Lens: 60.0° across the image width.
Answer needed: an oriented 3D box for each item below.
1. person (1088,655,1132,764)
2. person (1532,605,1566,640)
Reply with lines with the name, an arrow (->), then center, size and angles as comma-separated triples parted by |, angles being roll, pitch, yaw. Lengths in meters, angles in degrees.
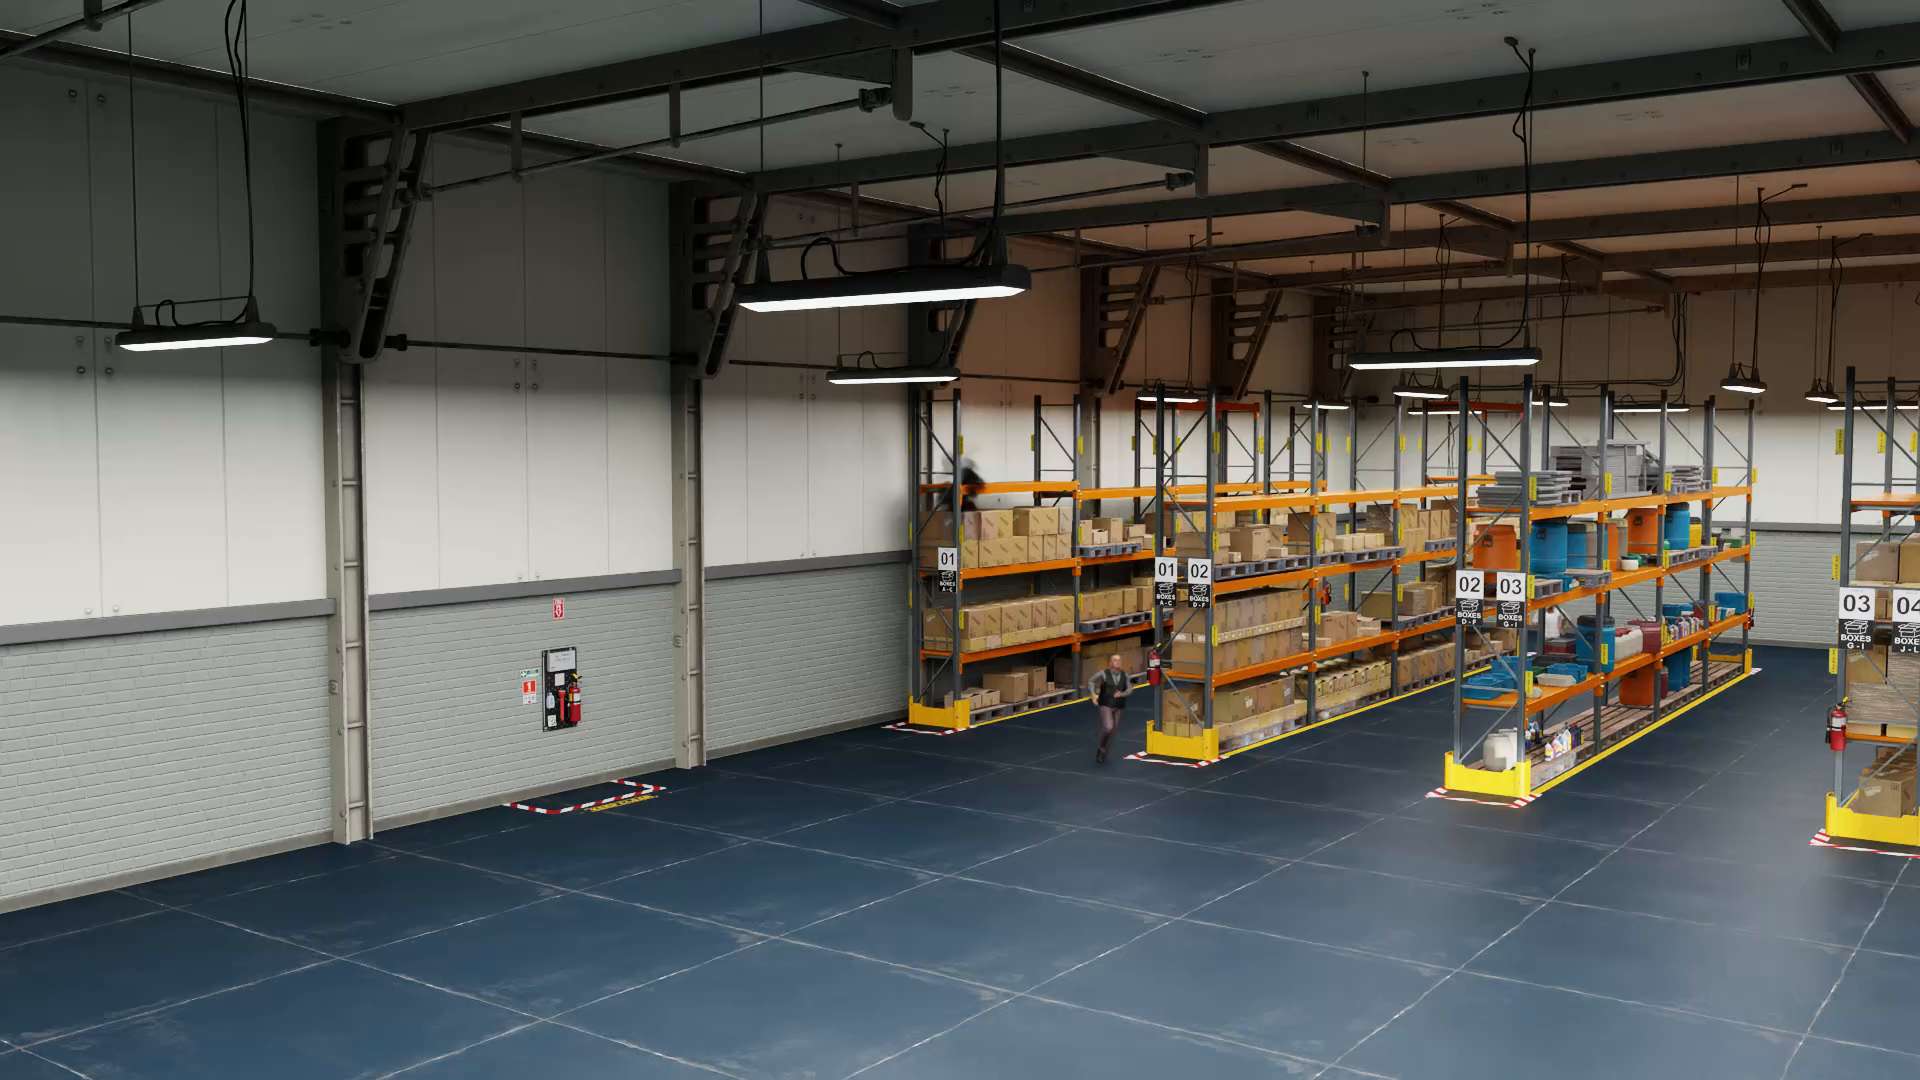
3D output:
person -> 2.402, 2.666, 26.272 | 0.651, 1.712, 0.663 | -1, 3, -19
person -> 12.577, 2.079, 35.546 | 0.665, 1.766, 0.968 | 1, 4, 23
